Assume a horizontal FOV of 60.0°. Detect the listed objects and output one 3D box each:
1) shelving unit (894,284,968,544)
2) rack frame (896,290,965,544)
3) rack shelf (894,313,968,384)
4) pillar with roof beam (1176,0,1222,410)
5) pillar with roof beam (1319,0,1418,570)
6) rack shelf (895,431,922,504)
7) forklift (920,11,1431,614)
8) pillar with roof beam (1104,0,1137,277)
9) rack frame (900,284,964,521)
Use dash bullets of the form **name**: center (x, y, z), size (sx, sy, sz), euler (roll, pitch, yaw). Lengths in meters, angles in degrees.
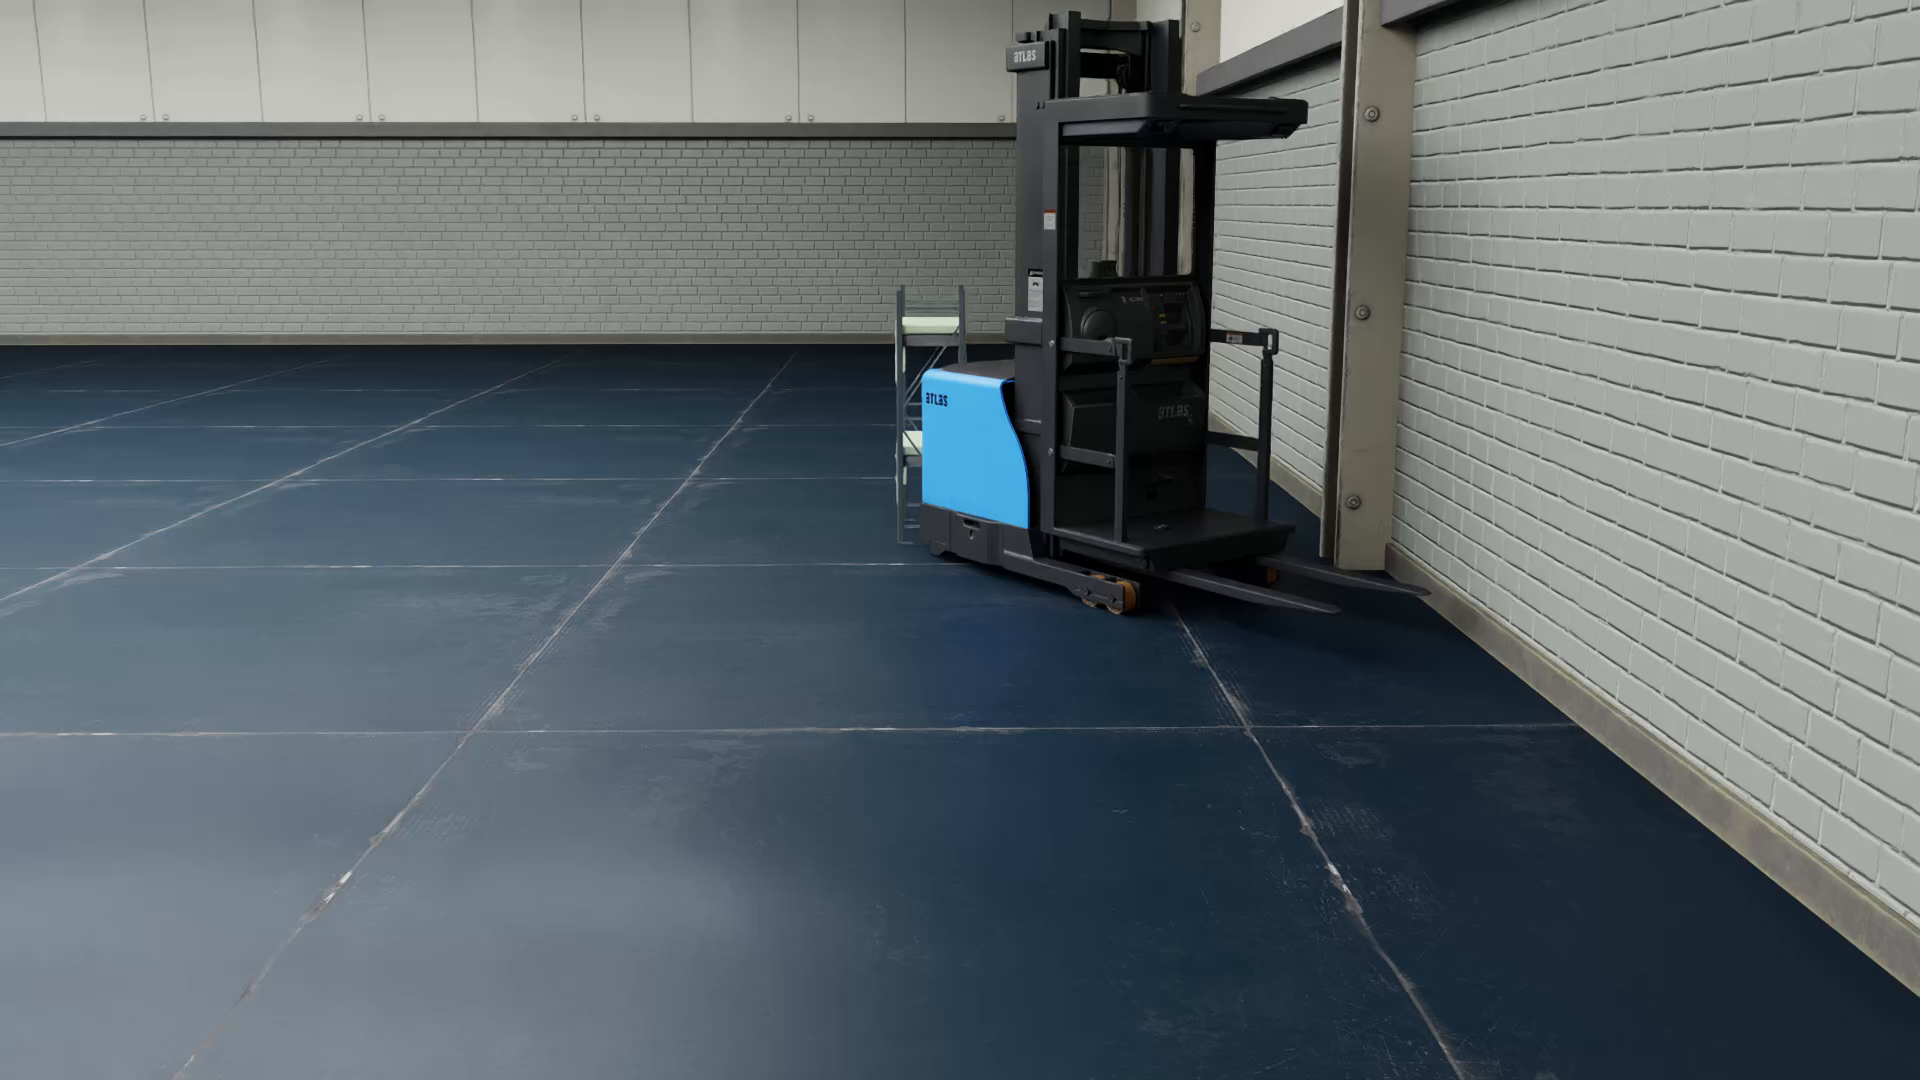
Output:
- **shelving unit**: center (-0.173, -0.785, 10.159), size (0.431, 1.500, 0.755), euler (0, 11, 0)
- **rack frame**: center (-0.170, -0.713, 9.800), size (0.400, 1.500, 0.023), euler (0, 11, 0)
- **rack shelf**: center (-0.173, -1.168, 10.081), size (0.431, 0.370, 0.720), euler (0, 11, 0)
- **pillar with roof beam**: center (-2.191, -5.459, 14.333), size (9.100, 9.000, 0.400), euler (0, 11, -1)
- **pillar with roof beam**: center (-2.067, -4.266, 8.454), size (9.100, 9.000, 0.400), euler (0, 11, -1)
- **rack shelf**: center (-0.173, -0.466, 10.223), size (0.431, 0.370, 0.720), euler (0, 11, 0)
- **forklift**: center (1.037, -1.178, 8.491), size (1.130, 2.935, 3.031), euler (-8, 14, -35)
- **pillar with roof beam**: center (-2.315, -6.651, 20.212), size (9.100, 9.000, 0.400), euler (0, 11, -1)
- **rack frame**: center (-0.175, -0.858, 10.517), size (0.400, 1.500, 0.023), euler (0, 11, 0)
